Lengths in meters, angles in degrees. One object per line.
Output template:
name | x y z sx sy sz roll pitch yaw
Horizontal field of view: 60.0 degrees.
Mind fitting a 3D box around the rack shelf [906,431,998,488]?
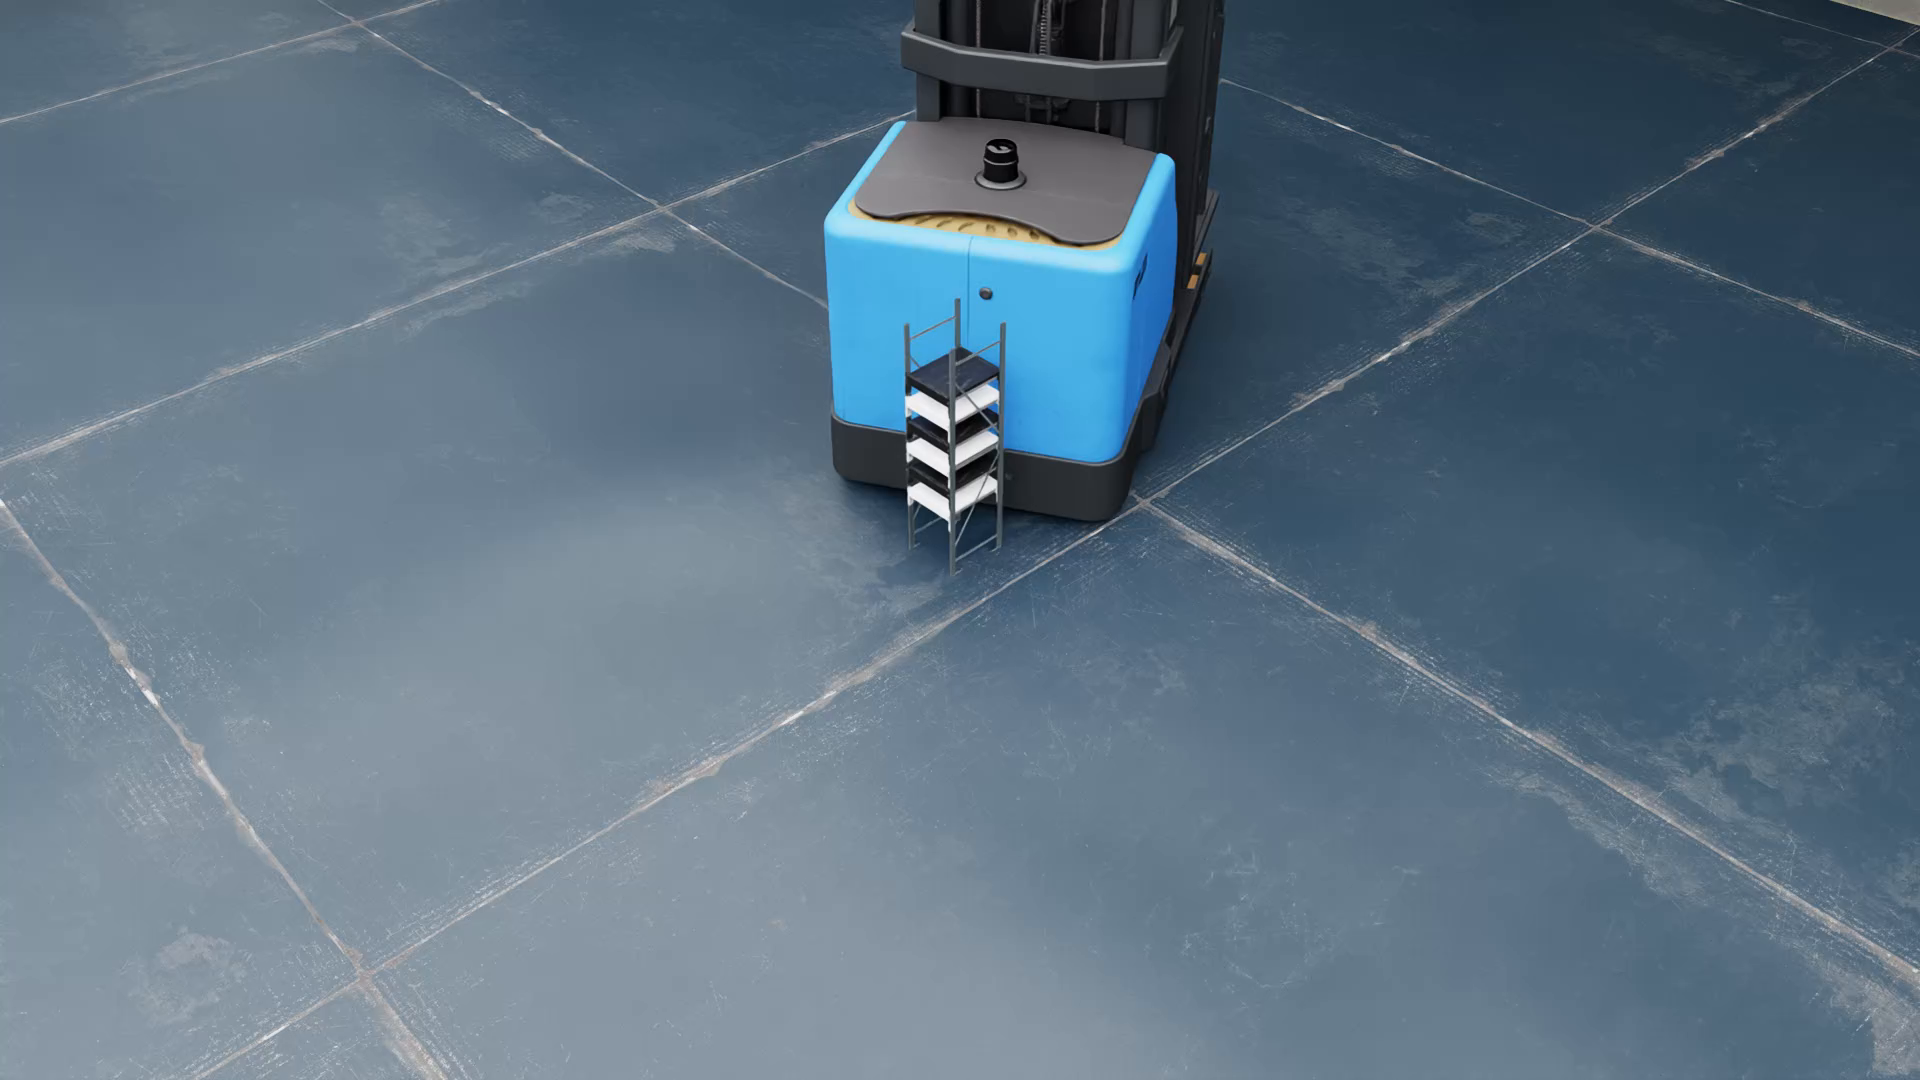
rack shelf | -0.016 -0.295 5.453 0.258 0.077 0.200 -31 48 -33

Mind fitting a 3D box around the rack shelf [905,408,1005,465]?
rack shelf | -0.016 -0.365 5.396 0.258 0.077 0.200 -31 48 -33

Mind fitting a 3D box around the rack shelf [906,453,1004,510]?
rack shelf | -0.016 -0.225 5.509 0.258 0.077 0.200 -31 48 -33

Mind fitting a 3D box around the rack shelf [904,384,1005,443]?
rack shelf | -0.016 -0.435 5.339 0.258 0.077 0.200 -31 48 -33

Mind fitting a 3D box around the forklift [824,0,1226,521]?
forklift | 0.441 -2.137 6.064 1.130 2.935 3.031 10 40 12

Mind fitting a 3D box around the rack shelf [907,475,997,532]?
rack shelf | -0.016 -0.155 5.566 0.258 0.077 0.200 -31 48 -33

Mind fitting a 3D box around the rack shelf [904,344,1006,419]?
rack shelf | -0.016 -0.505 5.283 0.258 0.077 0.200 -31 48 -33

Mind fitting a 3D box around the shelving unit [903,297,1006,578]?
shelving unit | -0.016 -0.321 5.432 0.258 0.900 0.210 -31 48 -33

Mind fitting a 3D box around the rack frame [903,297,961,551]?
rack frame | -0.087 -0.367 5.488 0.240 0.900 0.006 -31 48 -33

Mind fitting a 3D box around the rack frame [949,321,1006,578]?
rack frame | 0.055 -0.275 5.375 0.240 0.900 0.006 -31 48 -33
